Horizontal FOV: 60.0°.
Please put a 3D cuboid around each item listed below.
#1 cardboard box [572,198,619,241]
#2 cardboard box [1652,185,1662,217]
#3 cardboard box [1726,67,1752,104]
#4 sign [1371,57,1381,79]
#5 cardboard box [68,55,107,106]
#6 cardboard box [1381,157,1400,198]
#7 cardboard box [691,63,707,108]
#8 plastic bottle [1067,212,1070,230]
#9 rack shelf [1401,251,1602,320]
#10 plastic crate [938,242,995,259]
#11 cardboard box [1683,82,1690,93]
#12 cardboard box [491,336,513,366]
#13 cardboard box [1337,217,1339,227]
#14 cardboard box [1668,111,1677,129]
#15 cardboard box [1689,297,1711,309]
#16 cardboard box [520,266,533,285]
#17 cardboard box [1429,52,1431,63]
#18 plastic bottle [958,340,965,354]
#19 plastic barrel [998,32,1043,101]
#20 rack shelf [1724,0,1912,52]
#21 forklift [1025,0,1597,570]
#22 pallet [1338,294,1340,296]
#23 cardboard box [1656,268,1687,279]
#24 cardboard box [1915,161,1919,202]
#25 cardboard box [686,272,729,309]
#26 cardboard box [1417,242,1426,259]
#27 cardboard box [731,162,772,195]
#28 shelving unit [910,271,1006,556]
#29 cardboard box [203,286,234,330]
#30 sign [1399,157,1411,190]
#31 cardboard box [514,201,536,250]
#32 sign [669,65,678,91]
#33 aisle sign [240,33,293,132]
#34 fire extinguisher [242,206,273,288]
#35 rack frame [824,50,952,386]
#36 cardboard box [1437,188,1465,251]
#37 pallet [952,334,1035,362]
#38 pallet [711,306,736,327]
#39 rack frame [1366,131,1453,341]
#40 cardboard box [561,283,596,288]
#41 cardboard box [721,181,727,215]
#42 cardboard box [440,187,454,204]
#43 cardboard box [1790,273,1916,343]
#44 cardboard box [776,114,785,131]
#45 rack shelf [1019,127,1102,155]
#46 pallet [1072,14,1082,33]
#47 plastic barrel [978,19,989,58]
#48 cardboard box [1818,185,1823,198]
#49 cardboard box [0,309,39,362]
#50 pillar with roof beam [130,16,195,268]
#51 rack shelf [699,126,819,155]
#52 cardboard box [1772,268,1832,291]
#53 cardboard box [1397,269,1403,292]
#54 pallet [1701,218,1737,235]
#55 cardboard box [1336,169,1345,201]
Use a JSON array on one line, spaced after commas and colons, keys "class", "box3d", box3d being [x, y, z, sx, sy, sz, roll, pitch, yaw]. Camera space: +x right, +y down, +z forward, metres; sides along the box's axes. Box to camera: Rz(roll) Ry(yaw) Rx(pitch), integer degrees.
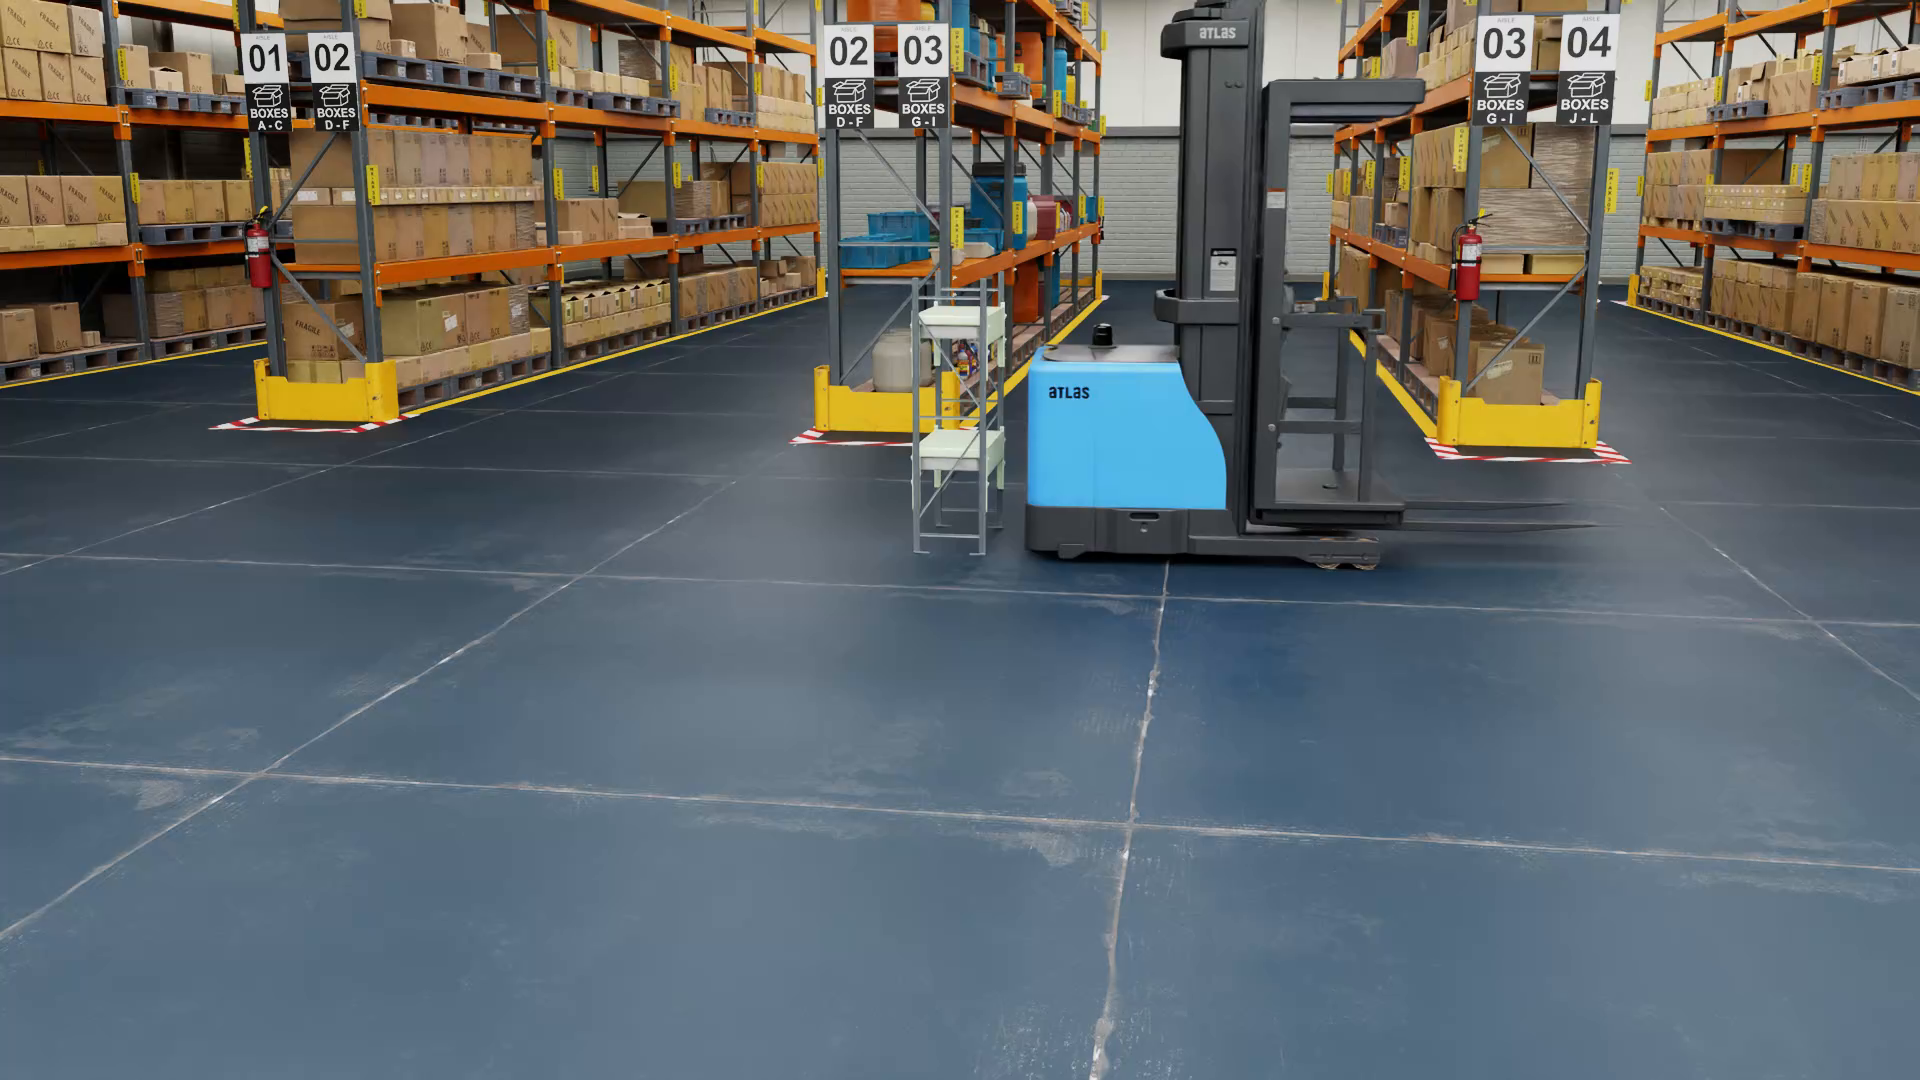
[{"class": "cardboard box", "box3d": [-4.470, -3.893, 20.201, 0.500, 0.500, 0.500, 1, 12, 6]}, {"class": "cardboard box", "box3d": [11.276, -5.353, 26.271, 0.500, 0.500, 0.500, 2, 12, 9]}, {"class": "cardboard box", "box3d": [10.893, -6.168, 22.642, 0.700, 0.500, 0.500, 2, 12, 9]}, {"class": "sign", "box3d": [5.012, -5.650, 20.054, 0.100, 0.325, 0.005, 2, 12, 9]}, {"class": "cardboard box", "box3d": [-9.573, -4.932, 17.856, 0.500, 0.500, 0.500, 2, 12, 10]}, {"class": "cardboard box", "box3d": [5.688, -4.563, 20.929, 0.797, 0.503, 0.637, 2, 12, 11]}, {"class": "cardboard box", "box3d": [-3.966, -6.416, 23.553, 0.600, 0.600, 0.600, 1, 12, 6]}, {"class": "plastic bottle", "box3d": [1.539, -4.712, 24.534, 0.152, 0.276, 0.135, 2, 12, 9]}, {"class": "rack shelf", "box3d": [4.637, -2.272, 14.622, 1.077, 0.370, 4.000, 2, 12, 9]}, {"class": "plastic crate", "box3d": [0.051, -2.725, 15.644, 0.530, 0.136, 0.437, 2, 12, 9]}, {"class": "cardboard box", "box3d": [11.030, -6.753, 24.811, 0.380, 0.149, 0.250, 2, 12, 8]}, {"class": "cardboard box", "box3d": [-4.848, -1.911, 16.769, 0.500, 0.250, 0.500, 2, 12, 9]}, {"class": "cardboard box", "box3d": [6.174, -5.031, 26.316, 0.380, 0.149, 0.250, 2, 12, 7]}, {"class": "cardboard box", "box3d": [11.202, -6.447, 25.523, 0.500, 0.250, 0.500, 1, 12, 7]}, {"class": "cardboard box", "box3d": [10.784, -3.428, 24.048, 0.380, 0.149, 0.250, 2, 12, 9]}, {"class": "cardboard box", "box3d": [-7.979, -4.749, 29.348, 0.700, 0.500, 0.500, 2, 12, 8]}, {"class": "cardboard box", "box3d": [4.616, -4.512, 15.601, 0.380, 0.149, 0.250, 1, 12, 6]}, {"class": "plastic bottle", "box3d": [0.023, -1.806, 16.159, 0.061, 0.283, 0.133, 2, 12, 9]}, {"class": "plastic barrel", "box3d": [0.756, -6.032, 21.229, 0.600, 0.830, 0.708, 2, 12, 9]}, {"class": "rack shelf", "box3d": [10.752, -6.492, 20.916, 1.077, 0.370, 4.000, 2, 12, 9]}, {"class": "forklift", "box3d": [1.895, -1.391, 8.989, 3.031, 2.935, 1.130, 1, 12, 5]}, {"class": "pallet", "box3d": [6.554, -3.752, 26.404, 1.003, 0.211, 1.213, 2, 12, 9]}, {"class": "cardboard box", "box3d": [11.214, -4.196, 26.204, 0.380, 0.149, 0.250, 1, 12, 6]}, {"class": "cardboard box", "box3d": [9.977, -3.606, 16.496, 0.700, 0.500, 0.500, 2, 12, 8]}, {"class": "cardboard box", "box3d": [-3.644, -3.595, 23.943, 0.500, 0.500, 0.500, 1, 12, 7]}, {"class": "cardboard box", "box3d": [4.443, -2.674, 15.379, 0.380, 0.149, 0.250, 2, 12, 9]}, {"class": "cardboard box", "box3d": [-3.263, -5.653, 25.995, 0.500, 0.500, 0.500, 2, 12, 10]}, {"class": "shelving unit", "box3d": [-0.001, -0.732, 9.329, 0.431, 1.500, 0.755, 2, 12, 9]}, {"class": "cardboard box", "box3d": [-9.494, -2.882, 20.636, 0.700, 0.500, 0.500, 2, 12, 9]}, {"class": "sign", "box3d": [4.395, -3.623, 16.436, 0.100, 0.325, 0.005, 2, 12, 9]}, {"class": "cardboard box", "box3d": [-4.906, -3.318, 17.531, 0.700, 0.500, 0.500, 2, 12, 7]}, {"class": "sign", "box3d": [-3.681, -5.932, 21.364, 0.100, 0.325, 0.005, 2, 12, 9]}, {"class": "aisle sign", "box3d": [-5.759, -3.795, 13.814, 0.394, 0.787, 0.004, 2, 12, 9]}, {"class": "fire extinguisher", "box3d": [-5.936, -2.481, 14.071, 0.296, 0.674, 0.183, 2, 12, 9]}, {"class": "rack frame", "box3d": [-0.565, -2.367, 13.359, 1.000, 3.000, 0.127, 2, 12, 9]}, {"class": "cardboard box", "box3d": [4.399, -2.623, 13.600, 0.875, 0.500, 0.500, 2, 12, 9]}, {"class": "pallet", "box3d": [0.318, -2.256, 19.463, 1.003, 0.211, 1.213, 2, 12, 9]}, {"class": "pallet", "box3d": [-3.886, -3.238, 24.019, 1.003, 0.211, 1.213, 2, 12, 9]}, {"class": "rack frame", "box3d": [5.559, -3.872, 20.342, 1.000, 3.000, 0.127, 2, 12, 9]}, {"class": "cardboard box", "box3d": [-4.752, -3.014, 20.558, 0.500, 0.311, 0.500, 2, 12, 7]}, {"class": "cardboard box", "box3d": [-3.907, -5.190, 25.220, 0.700, 0.500, 0.500, -2, 12, -10]}, {"class": "cardboard box", "box3d": [-4.990, -3.238, 15.619, 0.380, 0.149, 0.250, 2, 12, 8]}, {"class": "cardboard box", "box3d": [10.262, -2.672, 19.116, 1.050, 0.750, 0.750, 2, 12, 8]}, {"class": "cardboard box", "box3d": [-3.135, -6.721, 26.796, 0.500, 0.250, 0.500, 2, 12, 9]}, {"class": "rack shelf", "box3d": [1.588, -6.396, 26.642, 1.077, 0.370, 4.000, 2, 12, 9]}, {"class": "pallet", "box3d": [1.184, -7.337, 23.576, 1.003, 0.211, 1.213, 2, 12, 9]}, {"class": "plastic barrel", "box3d": [0.015, -5.161, 18.009, 0.600, 0.901, 0.600, 0, 12, 0]}, {"class": "cardboard box", "box3d": [10.829, -4.316, 20.587, 0.380, 0.149, 0.250, 1, 12, 6]}, {"class": "cardboard box", "box3d": [-9.909, -2.092, 16.972, 0.700, 0.500, 0.500, 1, 12, 5]}, {"class": "pillar with roof beam", "box3d": [-5.925, -6.904, 20.171, 9.100, 9.000, 0.400, 2, 12, 9]}, {"class": "rack shelf", "box3d": [-3.306, -6.558, 27.390, 1.077, 0.370, 4.000, 2, 12, 9]}, {"class": "cardboard box", "box3d": [10.291, -3.191, 20.338, 0.500, 0.250, 0.500, 2, 12, 7]}, {"class": "cardboard box", "box3d": [5.486, -3.092, 19.828, 0.500, 0.250, 0.500, 2, 12, 11]}, {"class": "pallet", "box3d": [10.799, -4.275, 22.666, 1.003, 0.211, 1.213, 2, 12, 9]}, {"class": "cardboard box", "box3d": [6.299, -5.673, 26.567, 0.500, 0.500, 0.500, 2, 12, 7]}]
